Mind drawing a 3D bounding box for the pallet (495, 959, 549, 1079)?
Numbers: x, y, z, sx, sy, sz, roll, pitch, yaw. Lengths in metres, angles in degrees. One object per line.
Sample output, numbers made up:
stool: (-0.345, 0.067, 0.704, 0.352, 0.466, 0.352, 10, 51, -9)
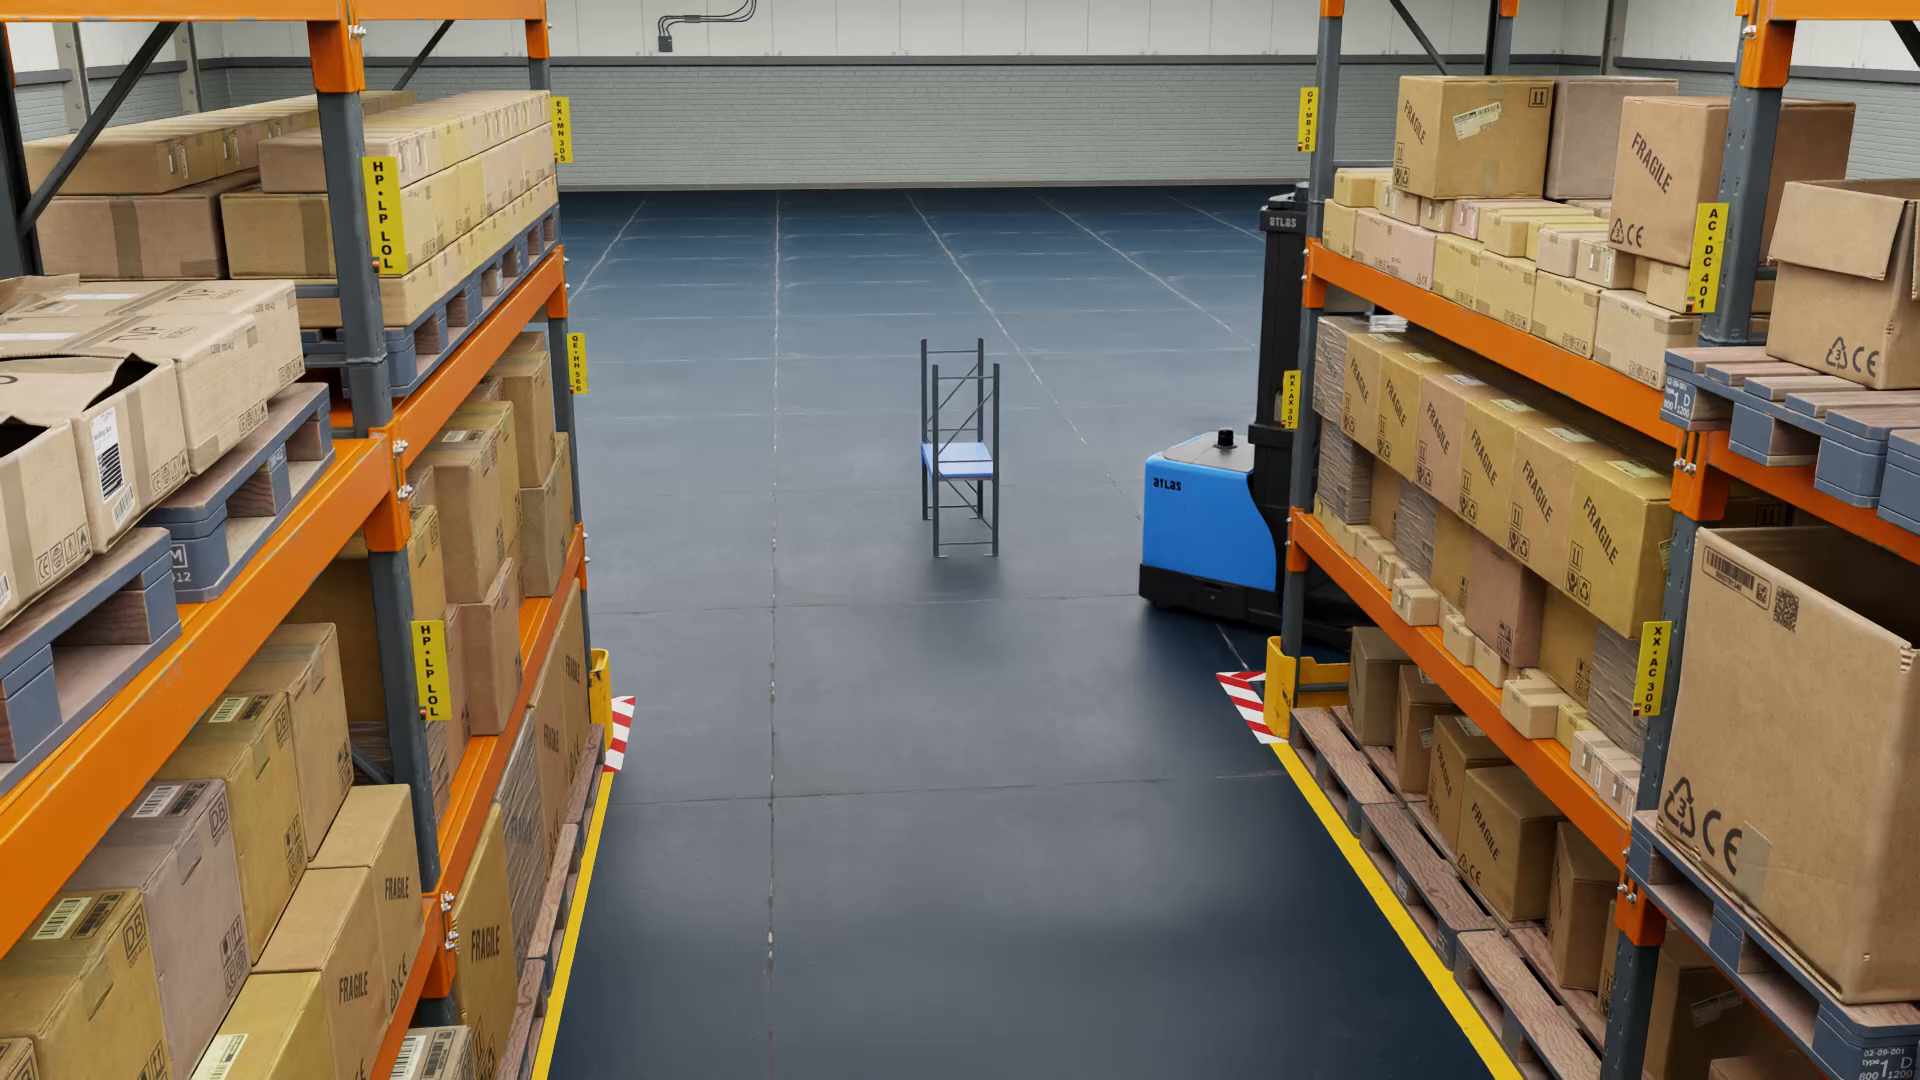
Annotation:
pallet: (-2.160, 2.037, 6.336, 1.003, 0.211, 1.213, -2, 18, -6)

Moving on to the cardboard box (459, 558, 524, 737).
cardboard box: (-2.227, 0.427, 6.559, 0.875, 0.550, 0.550, -2, 18, -6)

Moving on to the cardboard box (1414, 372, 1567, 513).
cardboard box: (2.313, -0.427, 7.195, 0.500, 0.500, 0.500, -2, 18, -6)

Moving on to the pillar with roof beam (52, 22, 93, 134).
pillar with roof beam: (-11.440, -9.829, 29.461, 9.100, 9.000, 0.400, -2, 18, -6)

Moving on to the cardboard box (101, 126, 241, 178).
cardboard box: (-2.565, -1.253, 5.374, 0.380, 0.149, 0.250, -2, 18, -6)

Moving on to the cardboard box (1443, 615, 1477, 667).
cardboard box: (2.330, 0.430, 7.219, 0.380, 0.149, 0.250, -2, 18, -6)

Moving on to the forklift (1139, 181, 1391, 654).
forklift: (2.755, -0.803, 10.841, 3.031, 2.935, 1.130, 12, 21, 34)

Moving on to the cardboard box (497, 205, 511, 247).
cardboard box: (-2.044, -1.272, 6.766, 0.380, 0.149, 0.250, -2, 17, -5)

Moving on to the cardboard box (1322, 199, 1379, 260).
cardboard box: (2.165, -1.587, 8.468, 0.500, 0.250, 0.500, -1, 17, -4)

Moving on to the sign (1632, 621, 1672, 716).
sign: (2.246, 0.419, 5.391, 0.100, 0.325, 0.005, -2, 18, -6)

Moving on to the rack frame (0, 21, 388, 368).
rack frame: (-2.159, -1.927, 4.290, 1.000, 3.000, 0.127, -2, 18, -6)

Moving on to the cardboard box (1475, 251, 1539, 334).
cardboard box: (2.377, -0.982, 6.541, 0.500, 0.250, 0.500, -2, 18, -6)

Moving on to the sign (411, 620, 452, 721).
sign: (-1.620, 0.401, 5.090, 0.100, 0.325, 0.005, -2, 18, -6)

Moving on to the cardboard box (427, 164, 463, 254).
cardboard box: (-1.985, -1.118, 5.610, 0.500, 0.250, 0.500, -2, 18, -6)

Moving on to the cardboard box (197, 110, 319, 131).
cardboard box: (-2.671, -1.556, 6.337, 0.380, 0.149, 0.250, -2, 17, -5)

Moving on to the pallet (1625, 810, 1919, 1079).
pallet: (2.719, 1.136, 4.870, 1.003, 0.211, 1.213, -2, 18, -6)

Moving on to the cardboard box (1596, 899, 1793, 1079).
cardboard box: (2.783, 1.684, 6.276, 0.500, 0.500, 0.500, -2, 18, -7)

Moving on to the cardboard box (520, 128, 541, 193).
cardboard box: (-2.193, -1.719, 7.524, 0.500, 0.250, 0.500, -2, 18, -6)

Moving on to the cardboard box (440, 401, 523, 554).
cardboard box: (-2.317, -0.245, 6.897, 0.875, 0.550, 0.500, -2, 18, -6)

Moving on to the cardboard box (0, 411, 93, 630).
cardboard box: (-1.707, -0.034, 2.550, 0.500, 0.311, 0.500, -2, 18, -7)

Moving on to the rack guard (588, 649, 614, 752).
rack guard: (-2.574, 0.929, 9.382, 1.175, 0.500, 0.348, -2, 18, -6)

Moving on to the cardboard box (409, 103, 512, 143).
cardboard box: (-2.069, -1.727, 6.883, 0.380, 0.149, 0.250, -2, 18, -6)

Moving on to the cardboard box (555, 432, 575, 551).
cardboard box: (-2.488, -0.218, 8.615, 0.875, 0.550, 0.550, -2, 18, -6)

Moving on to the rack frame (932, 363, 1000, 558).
rack frame: (0.044, -0.590, 12.551, 0.500, 1.500, 0.032, -2, 18, -6)

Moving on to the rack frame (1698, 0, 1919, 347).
rack frame: (2.785, -2.050, 4.682, 1.000, 3.000, 0.127, -2, 18, -6)

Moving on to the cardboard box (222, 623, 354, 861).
cardboard box: (-2.102, 0.559, 4.553, 0.700, 0.500, 0.500, -2, 18, -7)

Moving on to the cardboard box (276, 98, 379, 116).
cardboard box: (-2.777, -1.860, 7.307, 0.380, 0.149, 0.250, -2, 17, -5)

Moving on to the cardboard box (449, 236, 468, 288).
cardboard box: (-1.937, -0.969, 5.798, 0.380, 0.149, 0.250, -2, 18, -7)

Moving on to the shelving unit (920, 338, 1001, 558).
shelving unit: (-0.009, -0.741, 13.033, 0.538, 1.500, 1.048, -2, 18, -6)

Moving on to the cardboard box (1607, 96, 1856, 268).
cardboard box: (2.485, -1.173, 5.399, 0.500, 0.500, 0.500, -2, 18, -7)

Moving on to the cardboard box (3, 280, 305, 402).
cardboard box: (-1.927, -0.466, 4.029, 0.500, 0.250, 0.500, -2, 17, -5)

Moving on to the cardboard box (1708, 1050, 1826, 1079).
cardboard box: (2.827, 1.979, 5.305, 0.700, 0.500, 0.500, -3, 18, -10)

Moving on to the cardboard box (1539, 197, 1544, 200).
cardboard box: (2.710, -1.545, 7.667, 0.380, 0.149, 0.250, -2, 17, -5)

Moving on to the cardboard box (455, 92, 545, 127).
cardboard box: (-2.175, -2.032, 7.852, 0.380, 0.149, 0.250, -2, 18, -5)

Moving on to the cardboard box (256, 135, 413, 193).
cardboard box: (-1.859, -1.123, 4.959, 0.380, 0.149, 0.250, -2, 18, -5)

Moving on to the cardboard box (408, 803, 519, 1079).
cardboard box: (-2.154, 1.560, 6.048, 0.875, 0.875, 0.875, -2, 17, -5)

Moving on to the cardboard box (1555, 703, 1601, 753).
cardboard box: (2.488, 0.726, 6.275, 0.380, 0.149, 0.250, -2, 18, -6)

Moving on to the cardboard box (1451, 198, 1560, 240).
cardboard box: (2.343, -1.378, 7.137, 0.380, 0.149, 0.250, -2, 18, -6)

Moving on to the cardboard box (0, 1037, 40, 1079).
cardboard box: (-1.892, 1.165, 2.622, 0.700, 0.500, 0.500, -2, 18, -6)

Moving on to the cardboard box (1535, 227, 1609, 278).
cardboard box: (2.361, -1.061, 6.126, 0.380, 0.149, 0.250, -2, 18, -7)

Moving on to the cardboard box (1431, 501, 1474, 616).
cardboard box: (2.621, 0.041, 7.376, 0.875, 0.500, 0.500, -2, 18, -6)

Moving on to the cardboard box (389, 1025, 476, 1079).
cardboard box: (-2.006, 1.991, 4.883, 1.050, 0.750, 0.750, -2, 18, -6)

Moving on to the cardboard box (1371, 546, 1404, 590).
cardboard box: (2.247, 0.132, 8.170, 0.380, 0.149, 0.250, -2, 18, -6)

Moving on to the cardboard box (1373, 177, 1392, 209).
cardboard box: (2.250, -1.688, 8.123, 0.380, 0.149, 0.250, -2, 18, -7)

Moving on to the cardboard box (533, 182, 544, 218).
cardboard box: (-2.148, -1.575, 7.730, 0.380, 0.149, 0.250, -2, 17, -5)

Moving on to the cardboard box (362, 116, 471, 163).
cardboard box: (-1.966, -1.427, 5.926, 0.380, 0.149, 0.250, -2, 17, -5)

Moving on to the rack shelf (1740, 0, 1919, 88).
rack shelf: (2.991, -0.920, 2.952, 1.077, 0.370, 4.000, -2, 18, -6)

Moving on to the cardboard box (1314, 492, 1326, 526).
cardboard box: (2.164, -0.167, 9.121, 0.380, 0.149, 0.250, -2, 18, -6)

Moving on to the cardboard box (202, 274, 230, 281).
cardboard box: (-2.541, -0.797, 5.253, 0.380, 0.149, 0.250, -1, 17, -5)

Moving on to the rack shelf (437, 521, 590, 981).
rack shelf: (-2.365, 0.683, 7.195, 1.077, 0.370, 4.000, -2, 18, -6)

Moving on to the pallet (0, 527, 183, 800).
pallet: (-1.984, 0.263, 2.639, 1.003, 0.211, 1.213, -1, 17, -3)

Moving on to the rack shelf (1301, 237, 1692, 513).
rack shelf: (2.578, -0.871, 7.137, 1.077, 0.370, 4.000, -2, 18, -6)

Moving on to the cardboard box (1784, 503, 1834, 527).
cardboard box: (2.991, 0.004, 5.824, 0.500, 0.500, 0.500, -2, 18, -6)

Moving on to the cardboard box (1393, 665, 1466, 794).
cardboard box: (2.516, 0.977, 8.530, 0.500, 0.500, 0.500, 3, 18, 9)
